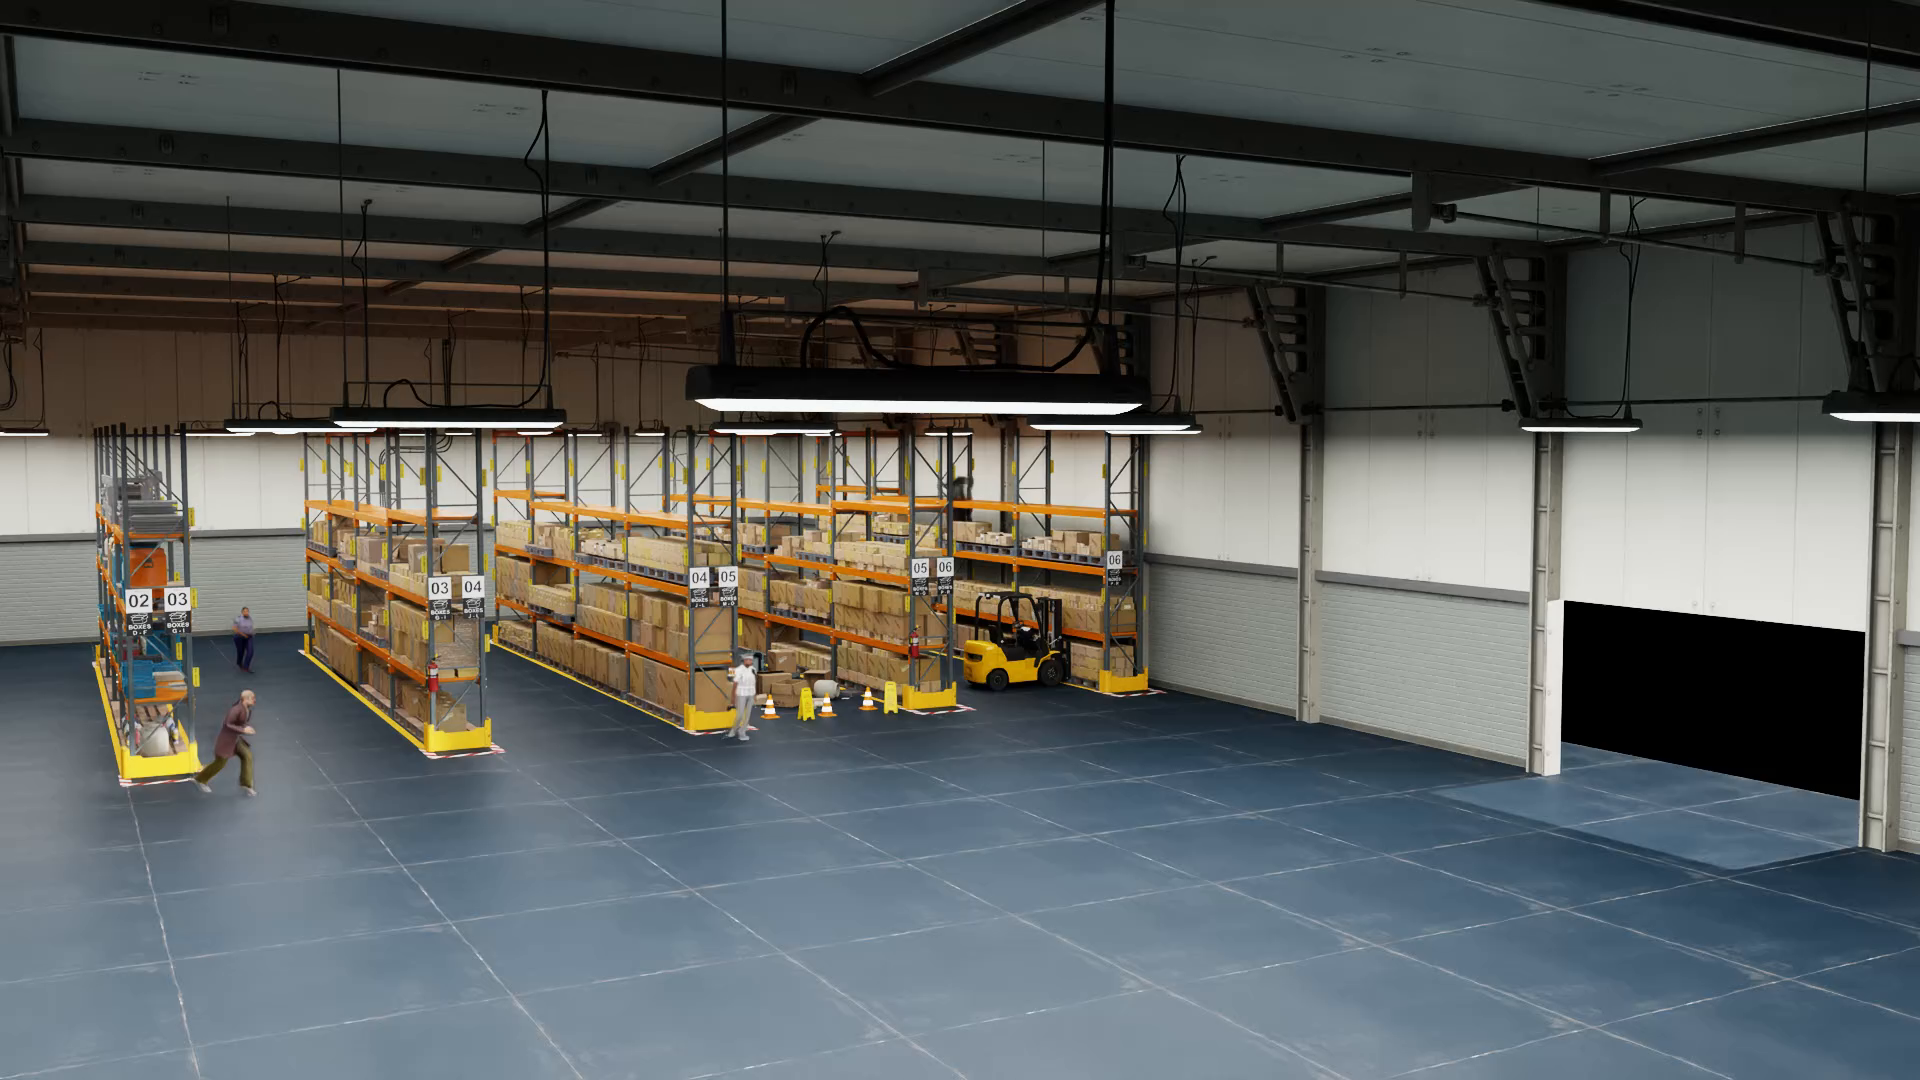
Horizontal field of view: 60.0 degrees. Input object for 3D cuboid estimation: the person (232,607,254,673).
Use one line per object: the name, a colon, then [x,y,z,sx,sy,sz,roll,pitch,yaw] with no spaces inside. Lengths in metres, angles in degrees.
person: [-17.661,2.446,40.904,0.784,1.635,0.591,3,5,43]

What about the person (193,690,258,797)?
person: [-11.798,3.280,26.703,1.056,1.747,0.745,0,3,0]

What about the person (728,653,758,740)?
person: [-4.137,2.968,31.600,0.554,1.661,0.456,-3,5,-41]
